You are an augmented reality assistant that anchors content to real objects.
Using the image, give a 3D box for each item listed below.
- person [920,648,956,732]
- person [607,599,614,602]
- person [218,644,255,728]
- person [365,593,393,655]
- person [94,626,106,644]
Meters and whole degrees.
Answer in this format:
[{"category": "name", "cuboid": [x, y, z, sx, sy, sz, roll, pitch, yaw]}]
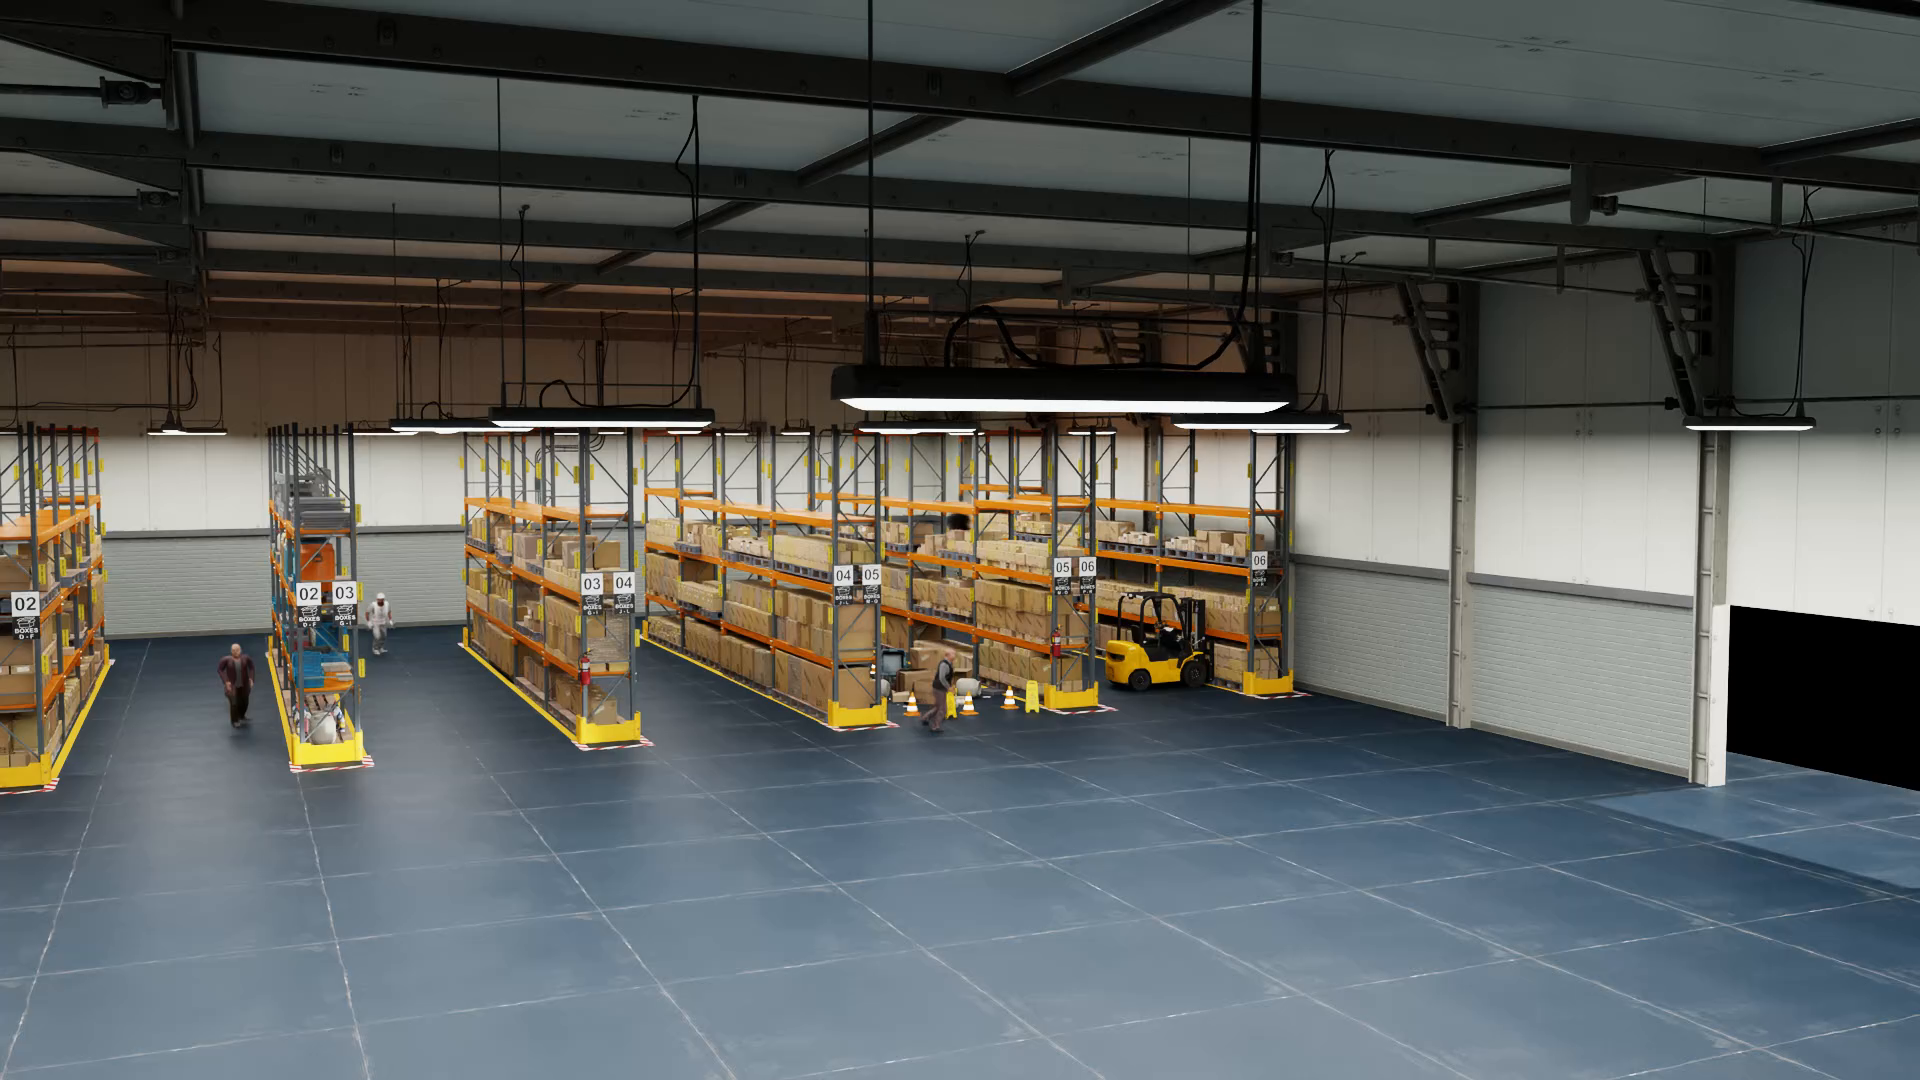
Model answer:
[{"category": "person", "cuboid": [-0.426, 2.921, 32.368, 0.728, 1.653, 0.631, 0, 3, 5]}, {"category": "person", "cuboid": [-9.727, 2.059, 46.225, 0.579, 1.716, 0.797, 0, 4, -7]}, {"category": "person", "cuboid": [-14.341, 2.863, 32.953, 0.716, 1.688, 0.892, -3, 5, -40]}, {"category": "person", "cuboid": [-15.357, 2.203, 43.891, 0.793, 1.663, 0.689, 3, 4, 37]}, {"category": "person", "cuboid": [-22.712, 2.271, 43.493, 0.819, 1.743, 0.644, 0, 3, 4]}]
